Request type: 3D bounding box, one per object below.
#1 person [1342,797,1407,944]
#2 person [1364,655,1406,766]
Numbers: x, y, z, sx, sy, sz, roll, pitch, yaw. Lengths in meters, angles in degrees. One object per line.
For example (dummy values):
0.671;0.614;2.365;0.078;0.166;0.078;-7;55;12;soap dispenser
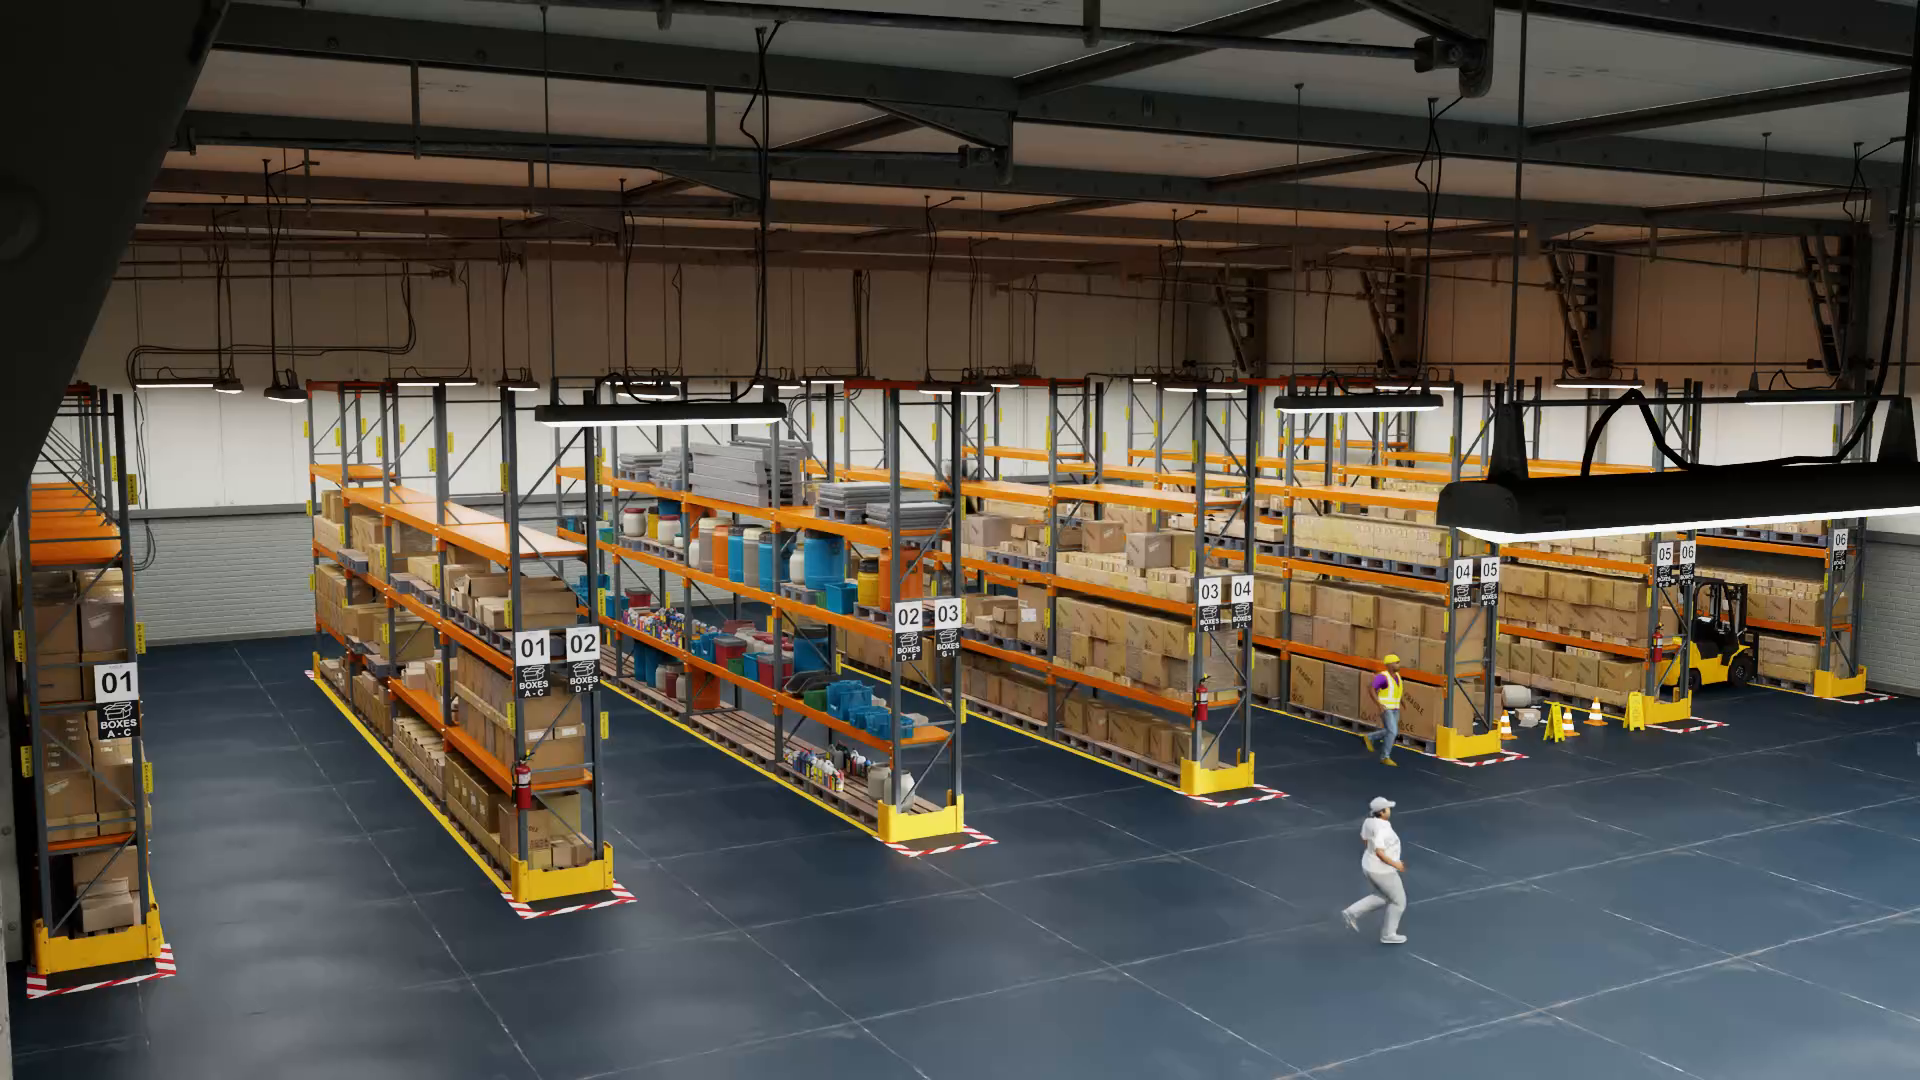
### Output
4.577;3.600;18.132;0.647;1.620;0.613;-1;6;-9;person
6.778;2.682;26.495;0.743;1.732;0.691;-6;8;-43;person
